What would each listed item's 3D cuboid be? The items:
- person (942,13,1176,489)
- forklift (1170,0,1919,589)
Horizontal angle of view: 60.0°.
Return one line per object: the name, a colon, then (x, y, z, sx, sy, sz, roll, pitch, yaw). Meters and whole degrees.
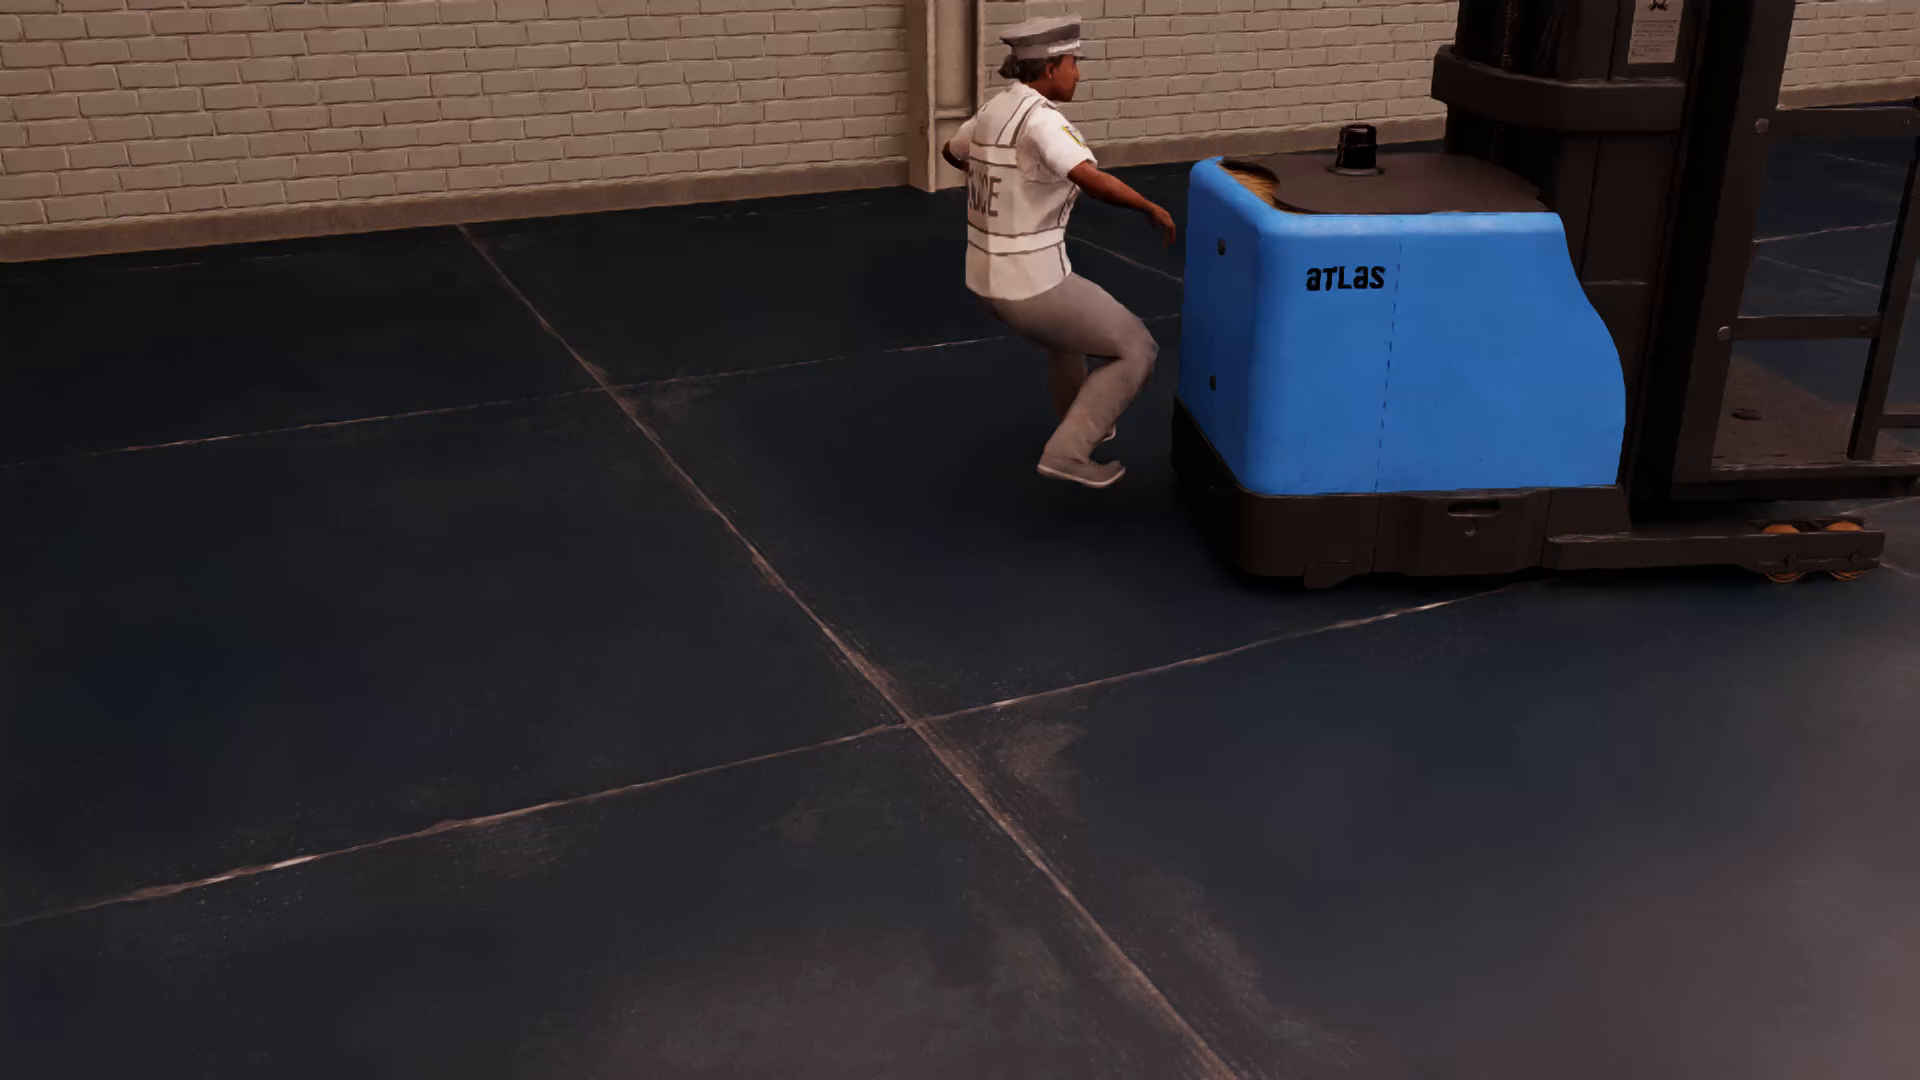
person: (0.359, -0.883, 5.280, 0.722, 1.524, 0.952, -7, 24, -17)
forklift: (2.247, -1.432, 4.734, 3.031, 2.935, 1.130, -2, 23, -5)
